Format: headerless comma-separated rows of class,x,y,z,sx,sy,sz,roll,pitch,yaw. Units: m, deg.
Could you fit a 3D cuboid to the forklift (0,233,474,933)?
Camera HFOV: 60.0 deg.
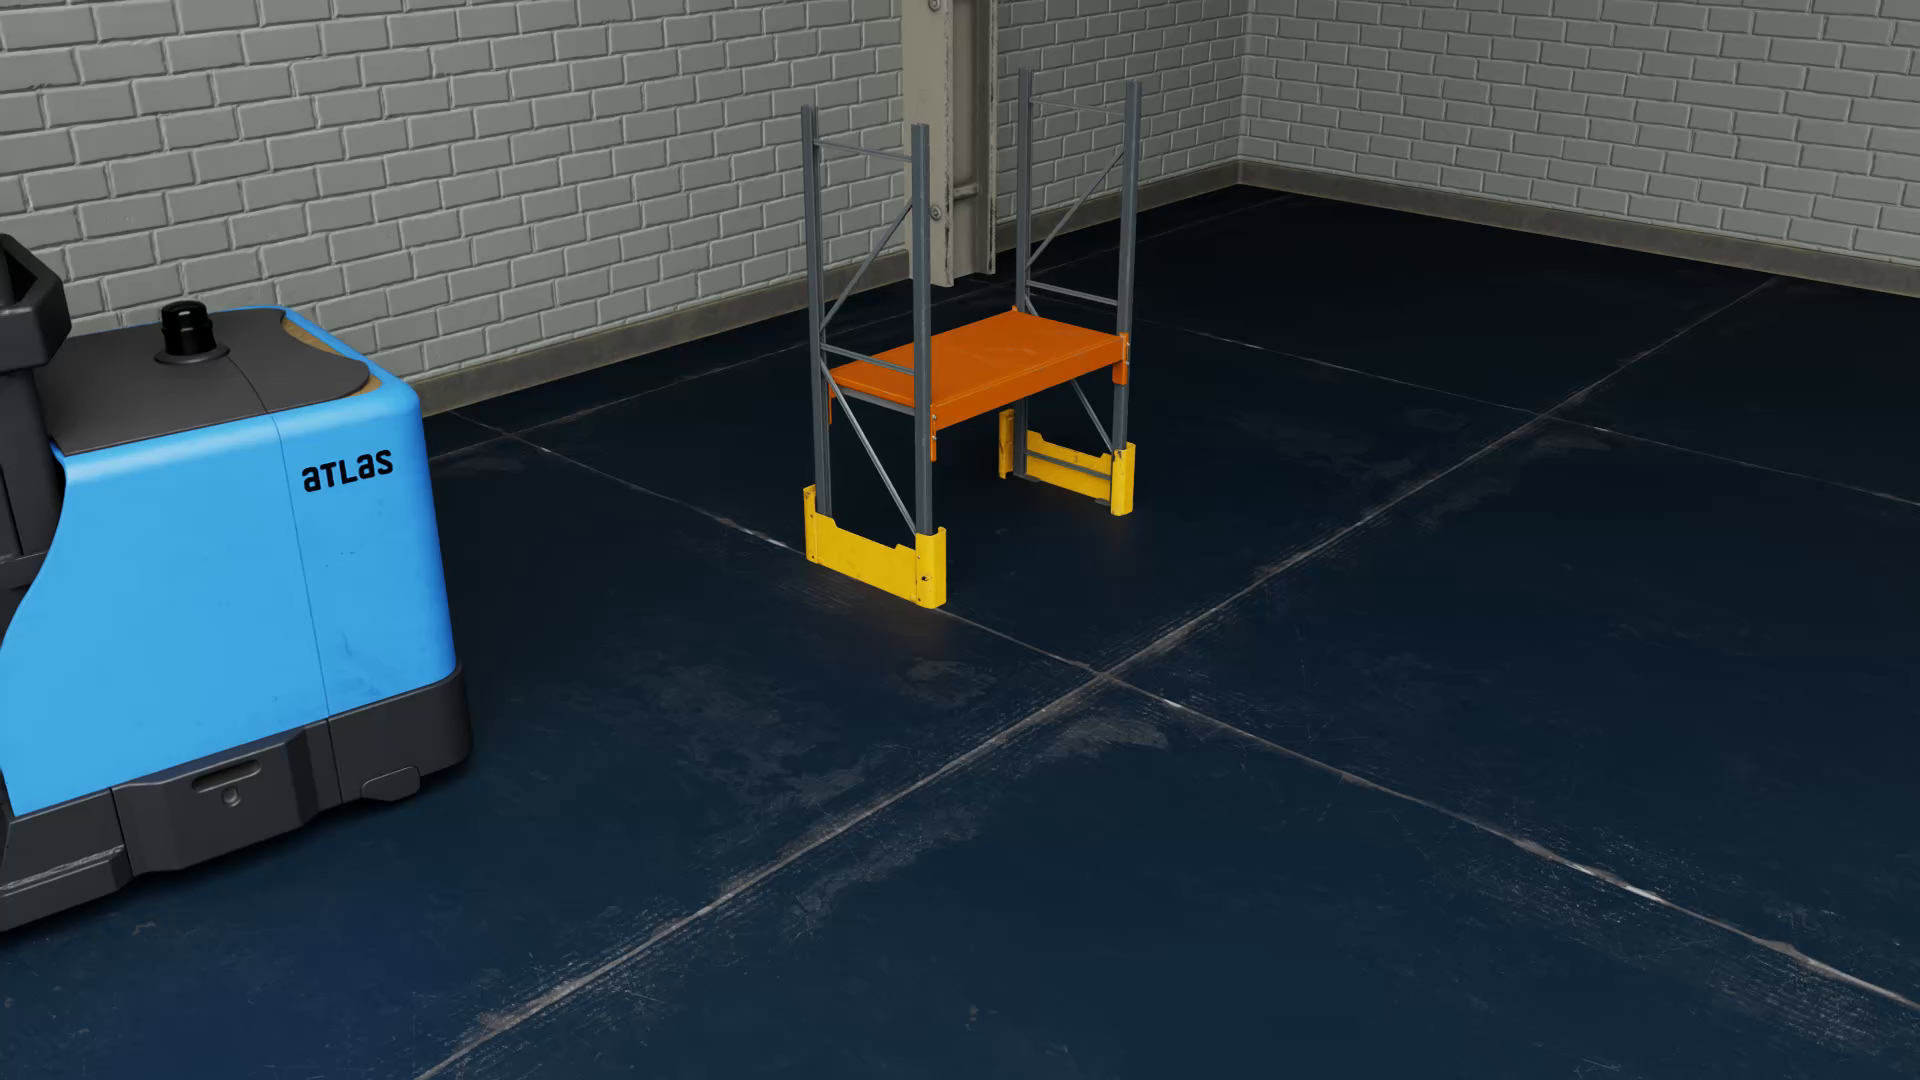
forklift,-2.740,-0.493,3.268,3.031,2.935,1.130,-18,30,-35

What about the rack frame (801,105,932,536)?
rack frame,-0.282,-0.555,5.156,0.500,1.500,0.032,20,31,38

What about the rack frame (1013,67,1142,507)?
rack frame,0.396,-0.865,5.847,0.500,1.500,0.032,20,31,38

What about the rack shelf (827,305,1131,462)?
rack shelf,0.057,-0.546,5.575,0.538,0.185,1.000,20,31,38

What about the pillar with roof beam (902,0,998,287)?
pillar with roof beam,3.156,-4.354,4.461,9.100,9.000,0.400,20,31,38

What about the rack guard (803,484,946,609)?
rack guard,-0.281,0.014,5.412,0.587,0.250,0.087,20,31,38

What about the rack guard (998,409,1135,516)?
rack guard,0.383,-0.289,6.089,0.587,0.250,0.087,20,31,38

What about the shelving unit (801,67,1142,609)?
shelving unit,0.051,-0.708,5.495,0.587,1.500,1.083,20,31,38
